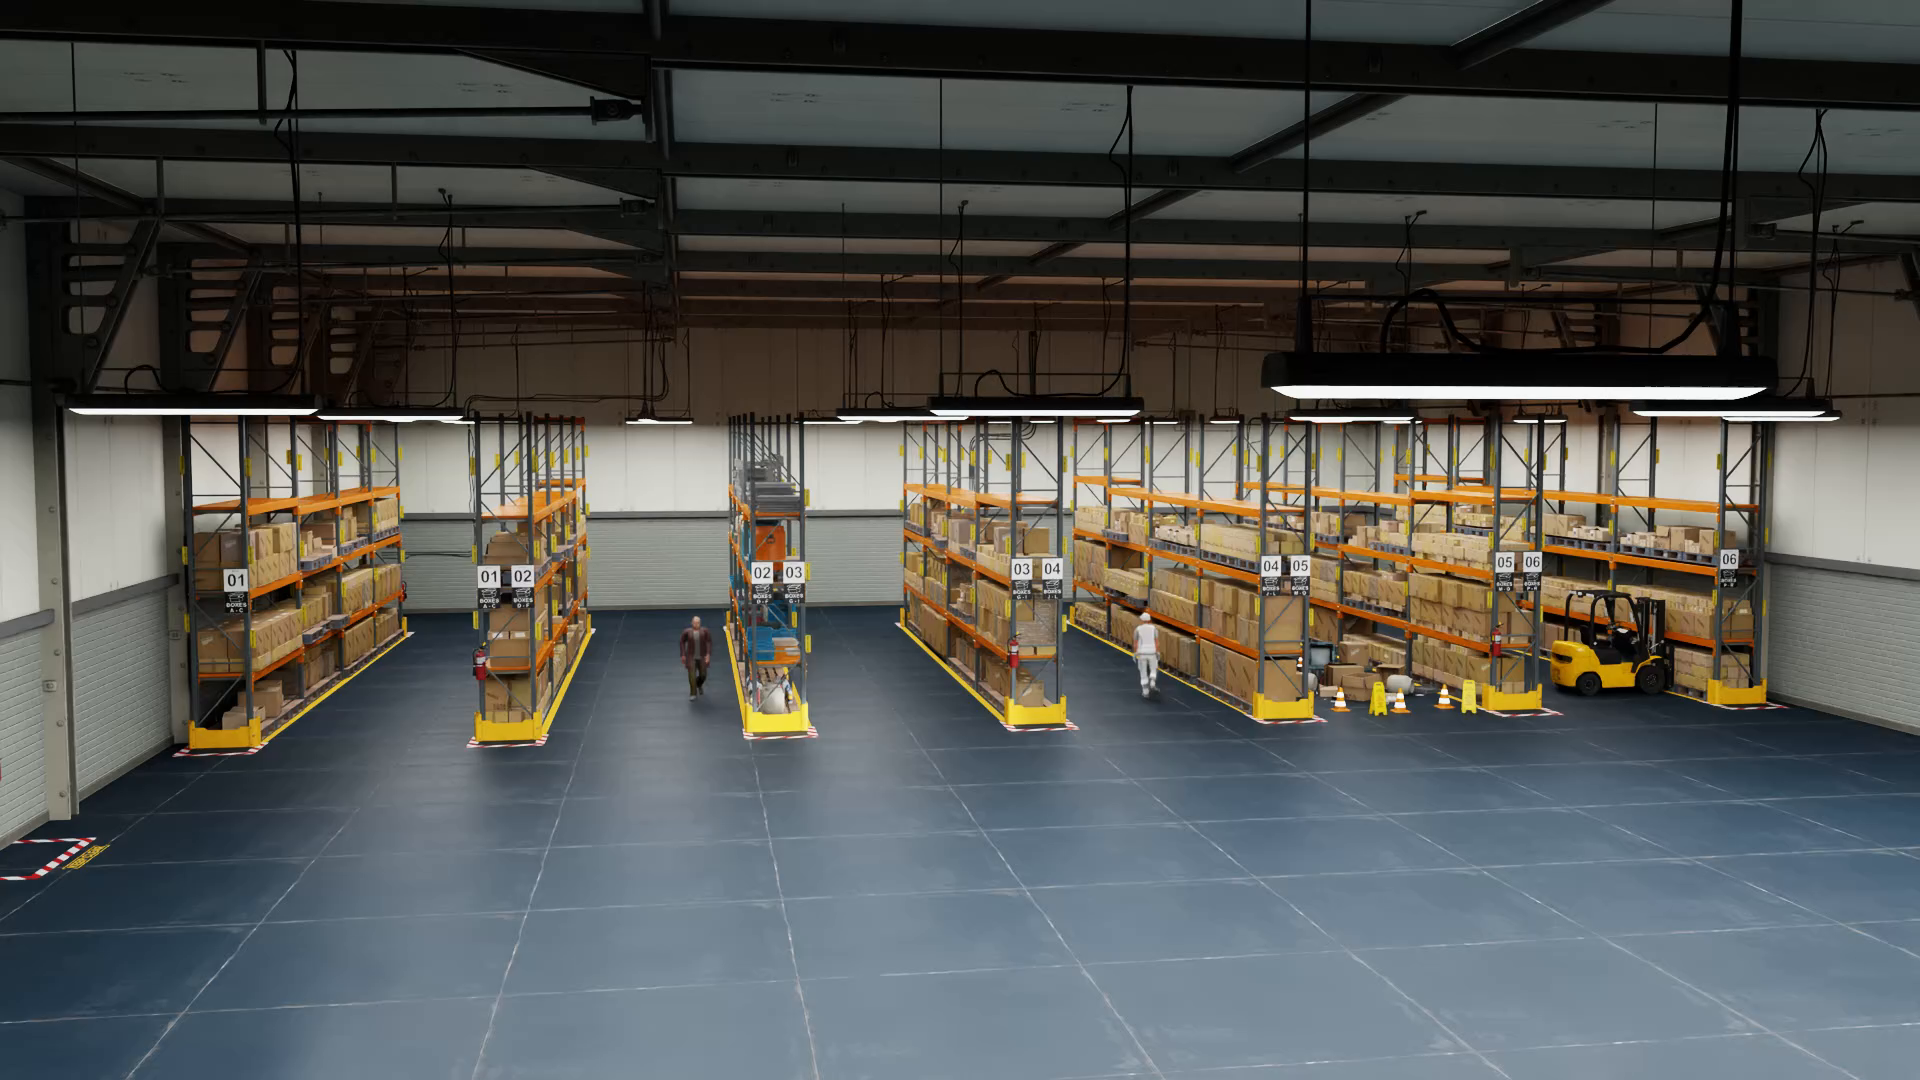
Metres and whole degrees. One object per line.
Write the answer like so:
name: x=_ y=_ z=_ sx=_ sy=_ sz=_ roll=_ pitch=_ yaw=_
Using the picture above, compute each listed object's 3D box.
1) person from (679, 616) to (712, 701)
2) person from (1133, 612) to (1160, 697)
person: x=-5.573 y=2.471 z=35.042 sx=0.667 sy=1.763 sz=0.753 roll=-1 pitch=4 yaw=-15
person: x=3.962 y=2.429 z=35.284 sx=0.584 sy=1.782 sz=0.490 roll=0 pitch=4 yaw=1
